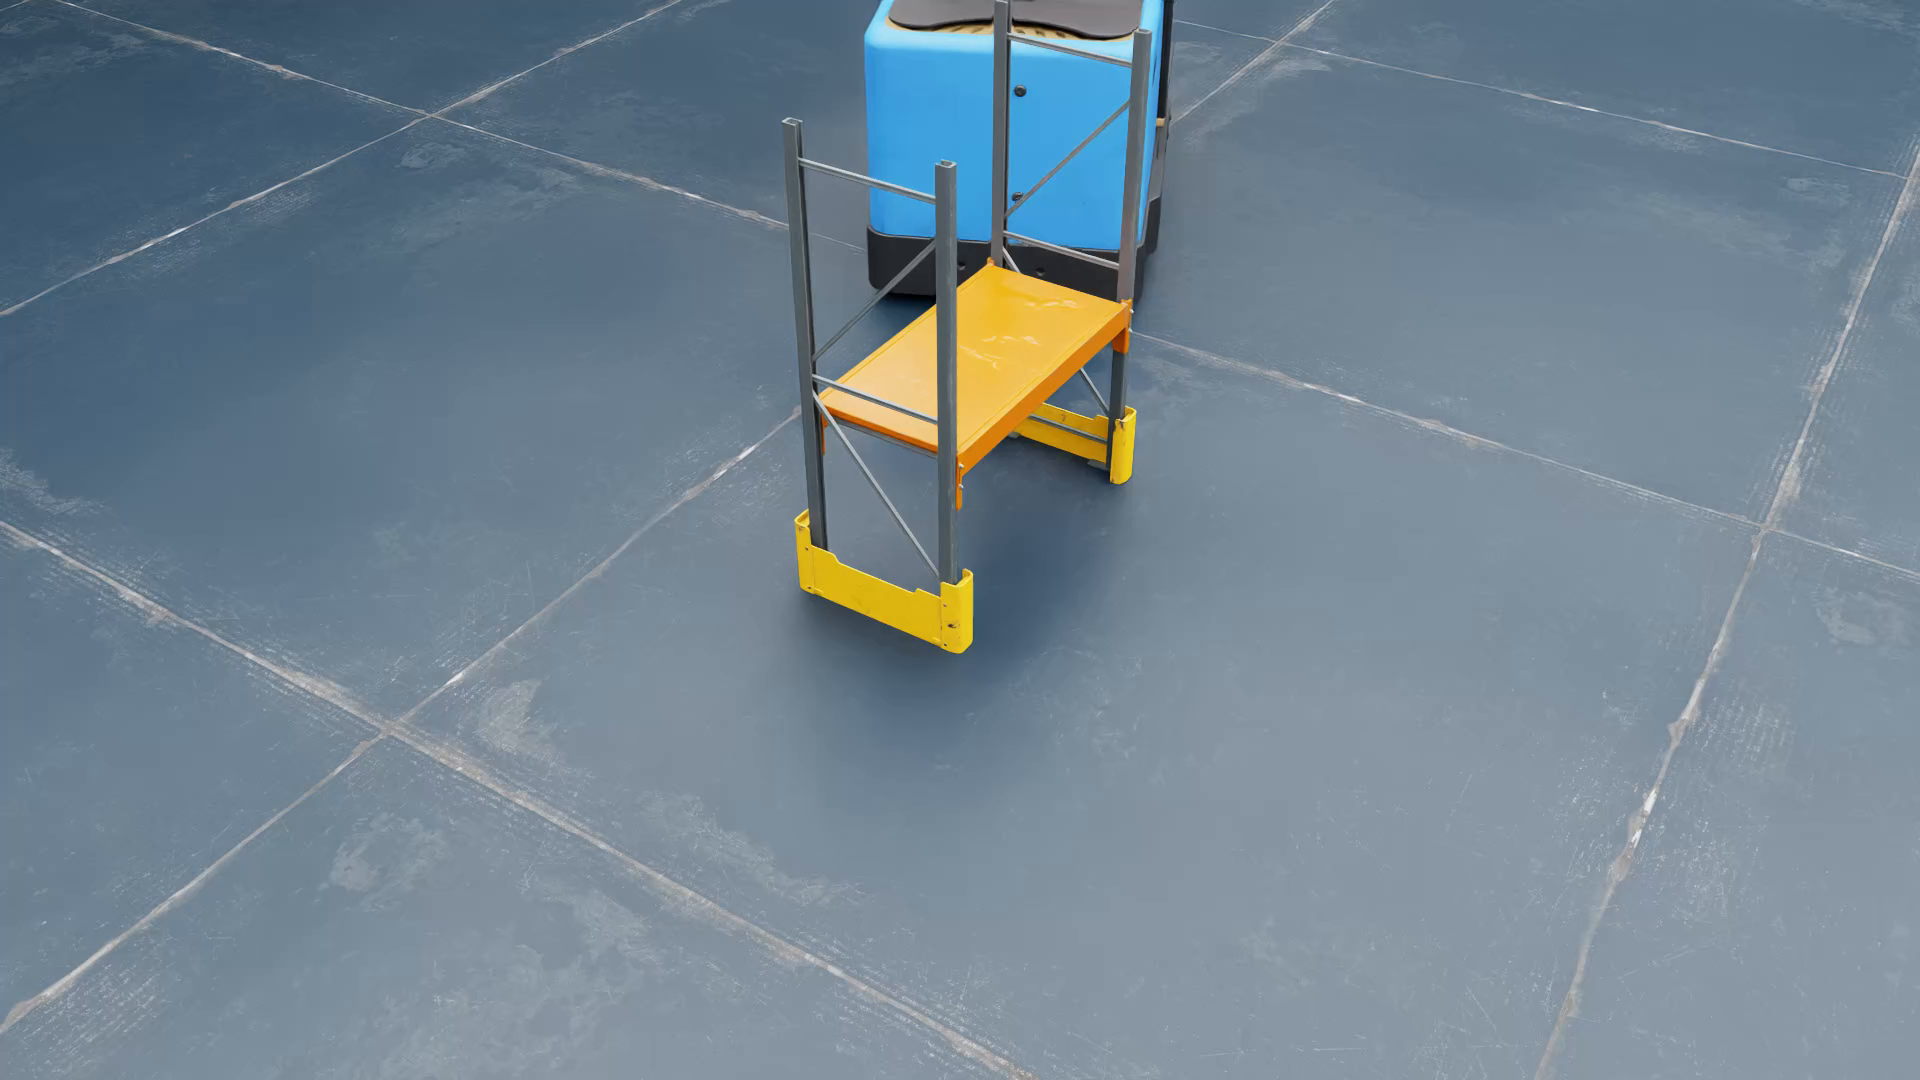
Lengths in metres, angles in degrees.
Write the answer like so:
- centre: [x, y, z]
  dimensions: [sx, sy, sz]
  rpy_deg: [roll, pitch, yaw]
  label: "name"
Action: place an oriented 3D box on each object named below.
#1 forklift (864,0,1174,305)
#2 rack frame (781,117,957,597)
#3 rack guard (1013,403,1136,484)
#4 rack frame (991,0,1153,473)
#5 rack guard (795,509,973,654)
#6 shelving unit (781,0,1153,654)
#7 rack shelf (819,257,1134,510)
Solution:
- centre: [0.376, -2.925, 6.644]
  dimensions: [1.130, 2.935, 3.031]
  rpy_deg: [5, 38, 7]
  label: "forklift"
- centre: [-0.227, -0.376, 4.509]
  dimensions: [0.500, 1.500, 0.032]
  rpy_deg: [21, 42, 25]
  label: "rack frame"
- centre: [0.308, -0.395, 5.558]
  dimensions: [0.587, 0.250, 0.087]
  rpy_deg: [21, 42, 25]
  label: "rack guard"
- centre: [0.318, -0.900, 5.189]
  dimensions: [0.500, 1.500, 0.032]
  rpy_deg: [21, 42, 25]
  label: "rack frame"
- centre: [-0.226, 0.118, 4.892]
  dimensions: [0.587, 0.250, 0.087]
  rpy_deg: [21, 42, 25]
  label: "rack guard"
- centre: [0.041, -0.633, 4.843]
  dimensions: [0.587, 1.500, 1.083]
  rpy_deg: [21, 42, 25]
  label: "shelving unit"
- centre: [0.046, -0.496, 4.959]
  dimensions: [0.538, 0.185, 1.000]
  rpy_deg: [21, 42, 25]
  label: "rack shelf"
